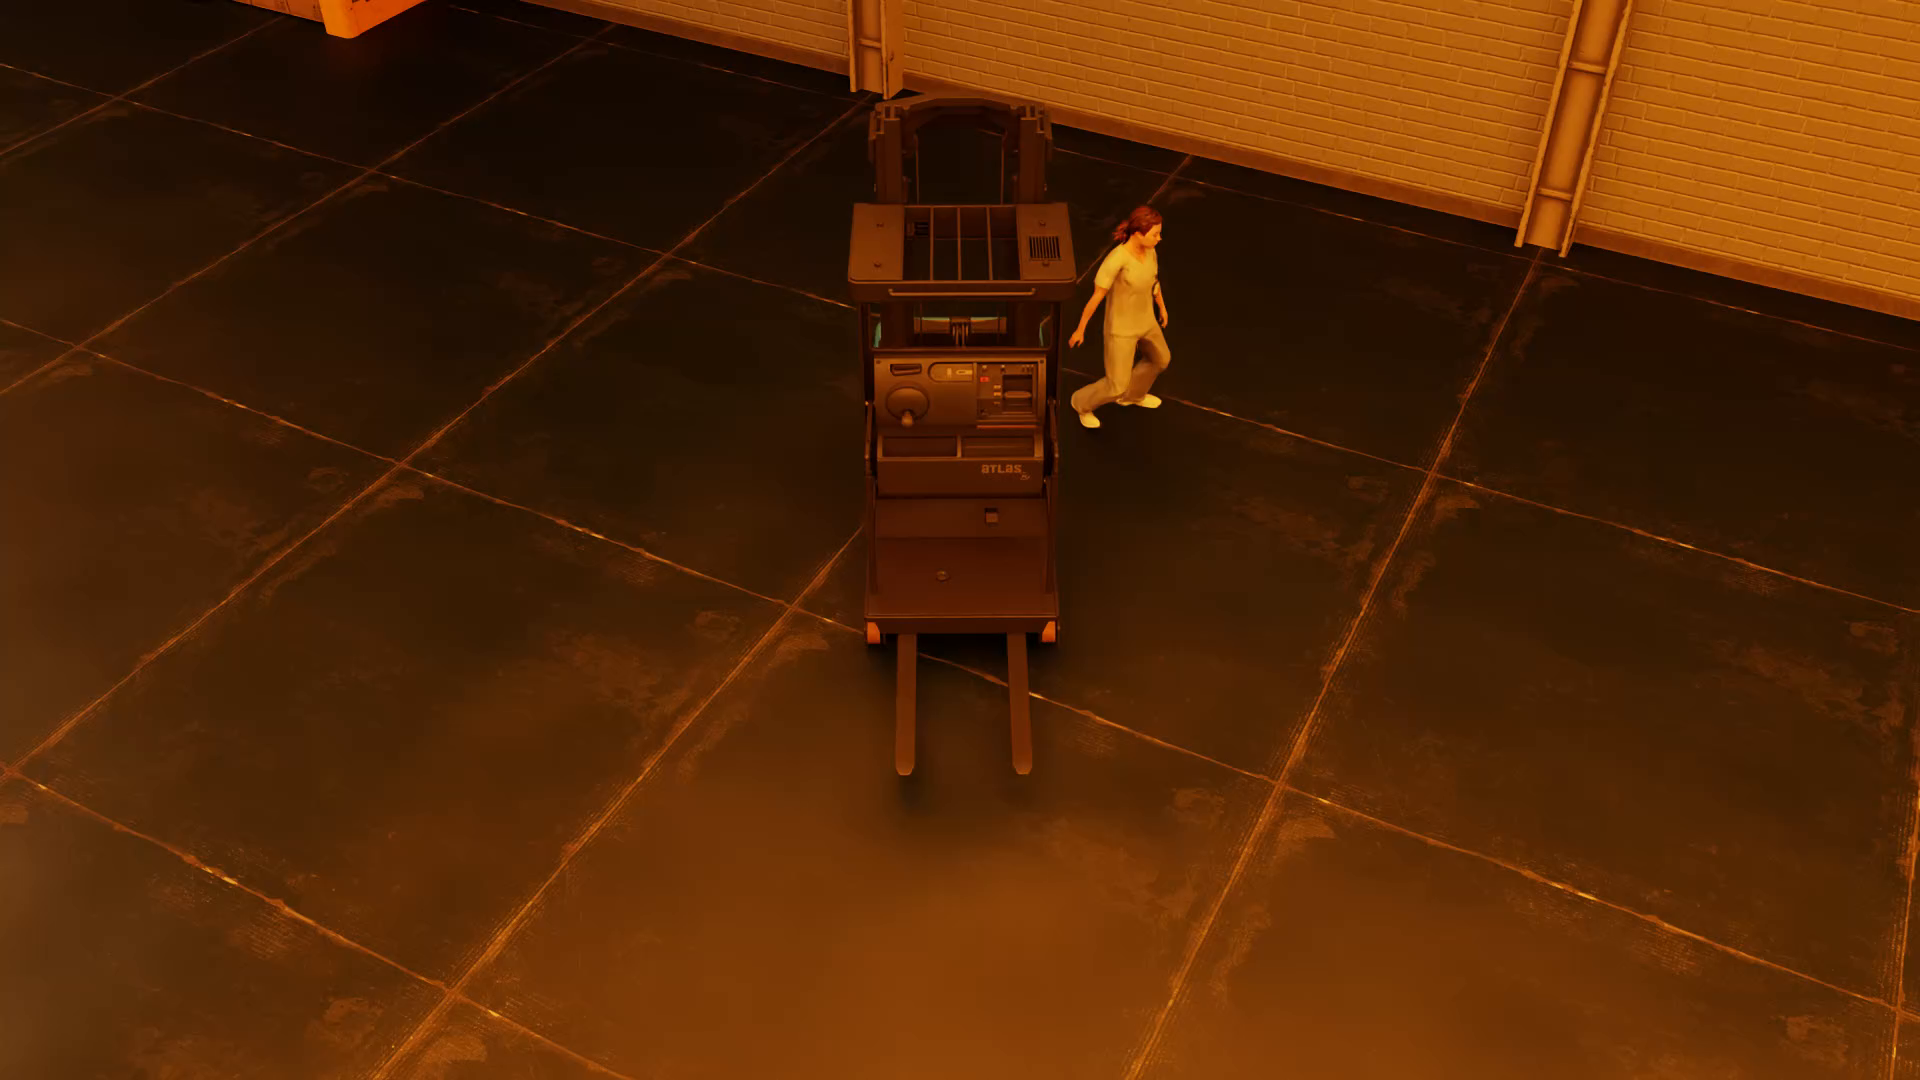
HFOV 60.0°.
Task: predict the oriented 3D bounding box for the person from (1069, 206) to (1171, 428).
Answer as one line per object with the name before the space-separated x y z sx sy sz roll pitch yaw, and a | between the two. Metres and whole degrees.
person | 1.026 -1.415 10.712 0.781 1.596 0.484 -29 48 -30

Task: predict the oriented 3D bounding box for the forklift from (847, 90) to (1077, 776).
forklift | 0.006 -0.728 8.851 1.130 2.935 3.031 0 40 0
